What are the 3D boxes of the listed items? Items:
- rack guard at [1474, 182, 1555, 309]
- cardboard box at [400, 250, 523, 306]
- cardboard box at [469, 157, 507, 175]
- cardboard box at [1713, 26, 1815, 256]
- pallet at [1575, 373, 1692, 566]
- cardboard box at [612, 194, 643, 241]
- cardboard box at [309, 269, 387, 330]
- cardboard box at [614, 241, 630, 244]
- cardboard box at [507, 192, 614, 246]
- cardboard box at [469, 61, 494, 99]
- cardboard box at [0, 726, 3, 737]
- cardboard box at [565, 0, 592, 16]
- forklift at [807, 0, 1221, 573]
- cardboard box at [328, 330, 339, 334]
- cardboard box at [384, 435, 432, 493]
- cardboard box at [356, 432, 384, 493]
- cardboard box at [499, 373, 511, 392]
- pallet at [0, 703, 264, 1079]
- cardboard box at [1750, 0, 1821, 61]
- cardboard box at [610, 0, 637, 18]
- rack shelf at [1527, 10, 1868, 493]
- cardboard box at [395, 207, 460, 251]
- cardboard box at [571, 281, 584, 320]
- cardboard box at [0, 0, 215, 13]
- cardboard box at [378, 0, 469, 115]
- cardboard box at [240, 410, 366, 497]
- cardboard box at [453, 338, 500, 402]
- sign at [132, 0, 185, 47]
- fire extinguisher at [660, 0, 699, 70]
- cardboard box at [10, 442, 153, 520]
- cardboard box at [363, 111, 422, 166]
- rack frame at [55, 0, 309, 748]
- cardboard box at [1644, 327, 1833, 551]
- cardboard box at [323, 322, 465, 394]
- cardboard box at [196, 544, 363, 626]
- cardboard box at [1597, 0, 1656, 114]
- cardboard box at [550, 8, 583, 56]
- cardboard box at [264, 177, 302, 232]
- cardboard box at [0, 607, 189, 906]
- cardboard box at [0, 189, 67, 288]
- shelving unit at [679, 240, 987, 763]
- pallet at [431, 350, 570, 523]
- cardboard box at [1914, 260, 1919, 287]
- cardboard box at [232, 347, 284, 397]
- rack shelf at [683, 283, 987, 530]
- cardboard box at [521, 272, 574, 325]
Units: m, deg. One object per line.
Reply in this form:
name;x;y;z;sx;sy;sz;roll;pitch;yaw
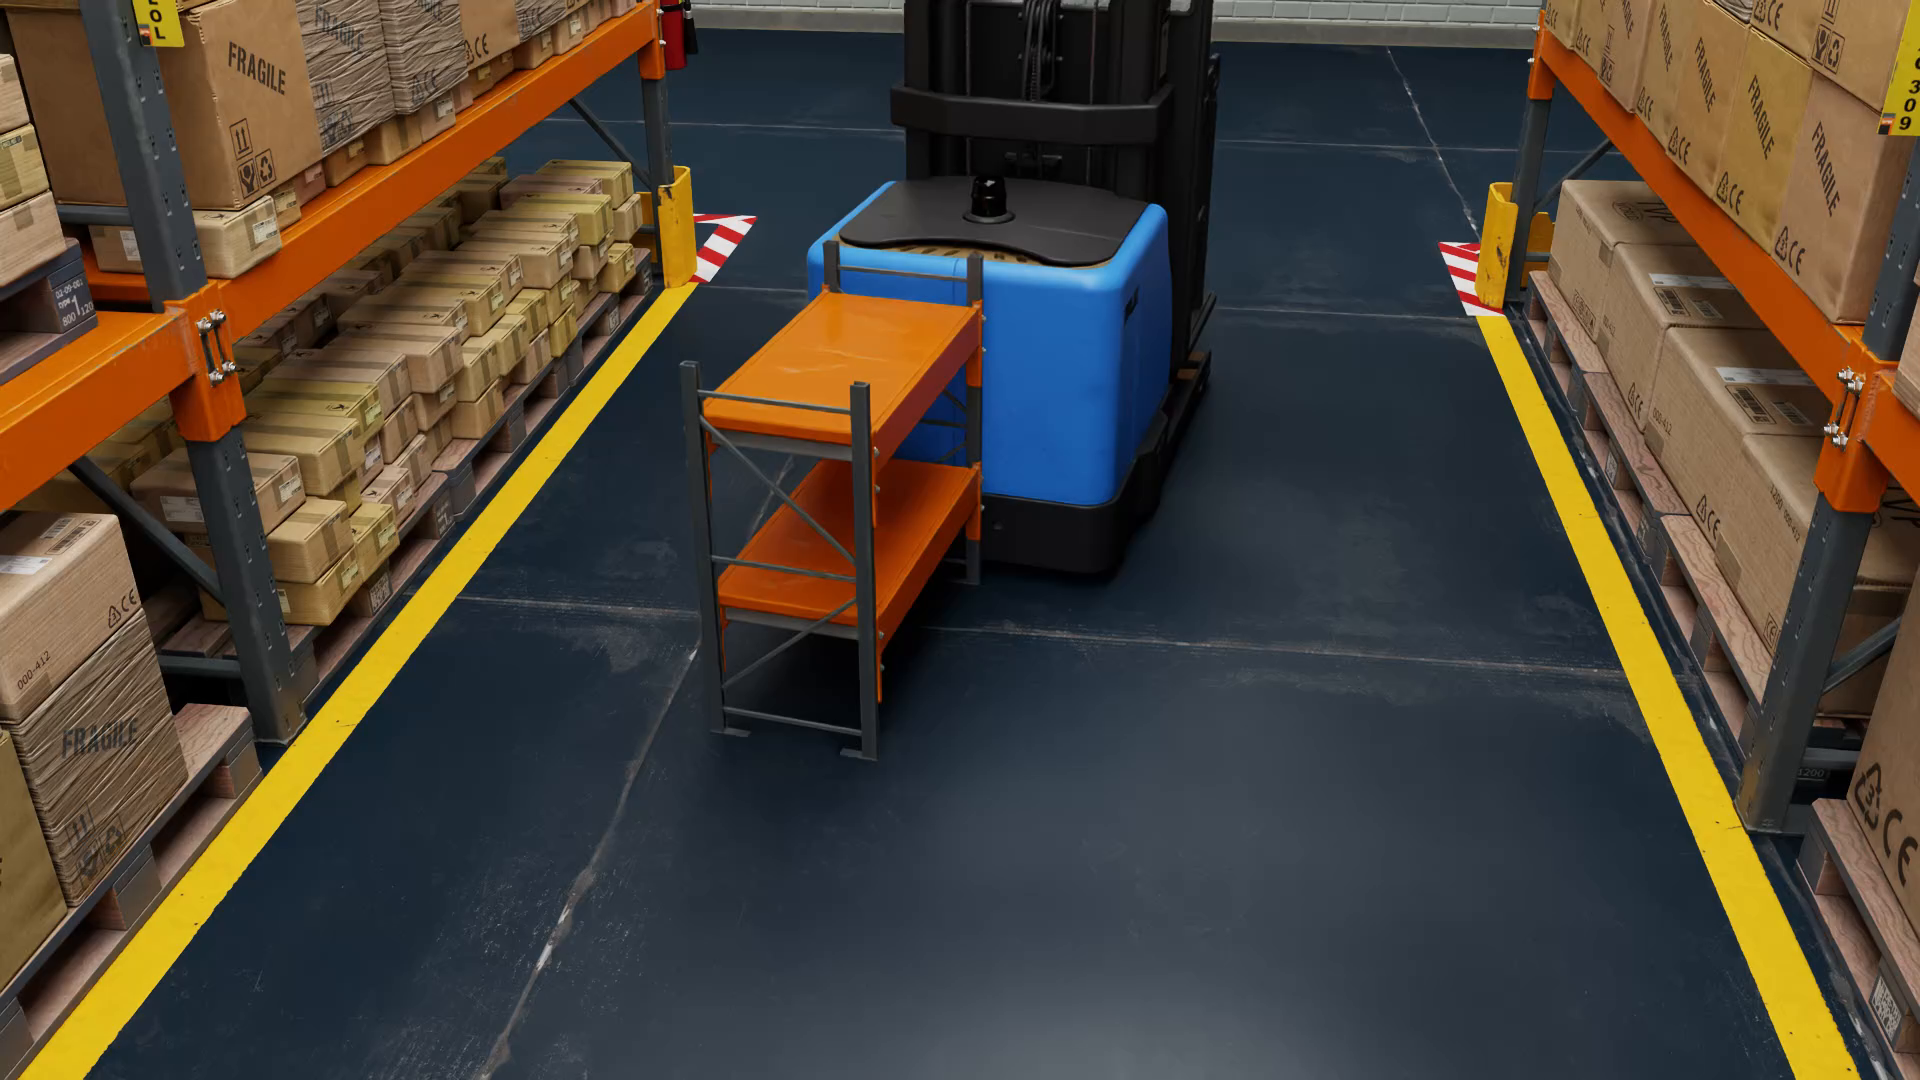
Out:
rack guard;3.043;-1.349;7.727;1.175;0.500;0.348;3;28;6
cardboard box;-1.907;-0.996;6.373;0.380;0.149;0.250;2;28;4
cardboard box;-2.287;-1.643;7.573;0.380;0.149;0.250;2;28;4
cardboard box;2.411;-1.075;4.477;0.500;0.500;0.500;3;28;5
pallet;2.868;-0.257;6.004;1.003;0.211;1.213;3;28;6
cardboard box;-1.667;-1.474;7.573;0.380;0.149;0.250;3;28;5
cardboard box;-2.364;-0.899;6.191;0.380;0.149;0.250;3;29;6
cardboard box;-1.743;-1.348;7.653;0.380;0.149;0.250;4;29;7
cardboard box;-1.692;-1.362;7.051;0.380;0.149;0.250;3;28;5
cardboard box;-1.906;-1.671;5.953;0.380;0.149;0.250;4;29;7
cardboard box;-2.292;0.396;3.254;0.500;0.250;0.500;5;29;9
cardboard box;-1.753;-2.385;6.595;0.500;0.500;0.500;3;28;5
forklift;0.413;-1.865;6.121;1.130;2.935;3.031;8;29;15
cardboard box;-2.348;-0.760;6.247;0.380;0.149;0.250;5;29;9
cardboard box;-2.019;-0.246;5.606;0.380;0.149;0.250;3;28;5
cardboard box;-2.077;-0.249;5.300;0.380;0.149;0.250;3;28;6
cardboard box;-1.937;-0.619;6.300;0.380;0.149;0.250;4;29;8
pallet;-2.469;0.799;4.045;1.003;0.211;1.213;3;28;6
cardboard box;2.404;-1.516;4.242;0.500;0.500;0.500;3;28;5
cardboard box;-1.645;-2.398;7.303;0.380;0.149;0.250;3;28;6
rack shelf;2.795;-1.180;5.536;1.077;0.370;4.000;3;28;6
cardboard box;-2.307;-1.274;6.887;0.380;0.149;0.250;2;28;4
cardboard box;-1.809;-0.985;6.979;0.380;0.149;0.250;4;29;7
cardboard box;-2.078;-1.609;4.100;0.500;0.500;0.500;4;29;7
cardboard box;-1.913;-1.657;5.244;0.500;0.500;0.500;3;28;5
cardboard box;-2.035;-0.263;5.012;0.380;0.149;0.250;5;29;9
cardboard box;-1.890;-0.619;5.987;0.380;0.149;0.250;3;28;6
sign;-1.824;-1.275;3.732;0.100;0.325;0.005;3;28;6
fire extinguisher;-1.396;-2.572;7.836;0.296;0.674;0.183;3;28;6
cardboard box;-2.590;-0.170;4.838;0.380;0.149;0.250;4;29;8
cardboard box;-1.942;-1.296;5.258;0.380;0.149;0.250;4;29;7
rack frame;-2.375;-0.795;4.064;1.000;3.000;0.127;3;28;6
cardboard box;2.842;-0.323;5.446;0.875;0.438;0.875;3;28;5
cardboard box;-1.931;-0.625;5.682;0.380;0.149;0.250;4;29;7
cardboard box;-2.012;0.122;4.924;0.380;0.149;0.250;2;28;4
cardboard box;2.582;-1.795;5.813;0.500;0.500;0.500;3;28;6
cardboard box;-1.736;-2.043;6.644;0.380;0.149;0.250;4;29;8
cardboard box;-2.058;-0.925;4.569;0.380;0.149;0.250;4;29;8
cardboard box;-2.216;0.483;3.883;0.500;0.500;0.500;3;28;5
cardboard box;-2.227;-0.671;3.655;0.380;0.149;0.250;3;28;5
shelving unit;-0.320;-0.151;4.844;0.538;1.125;1.048;8;29;15
pallet;-2.181;-0.462;6.385;1.003;0.211;1.213;3;28;6
cardboard box;2.216;-0.519;3.181;0.500;0.250;0.500;3;28;5
cardboard box;-2.465;-0.528;5.502;0.380;0.149;0.250;4;29;8
rack shelf;-0.320;-0.409;4.705;0.538;0.278;1.000;8;29;15
cardboard box;-1.779;-0.985;6.665;0.380;0.149;0.250;4;29;7
